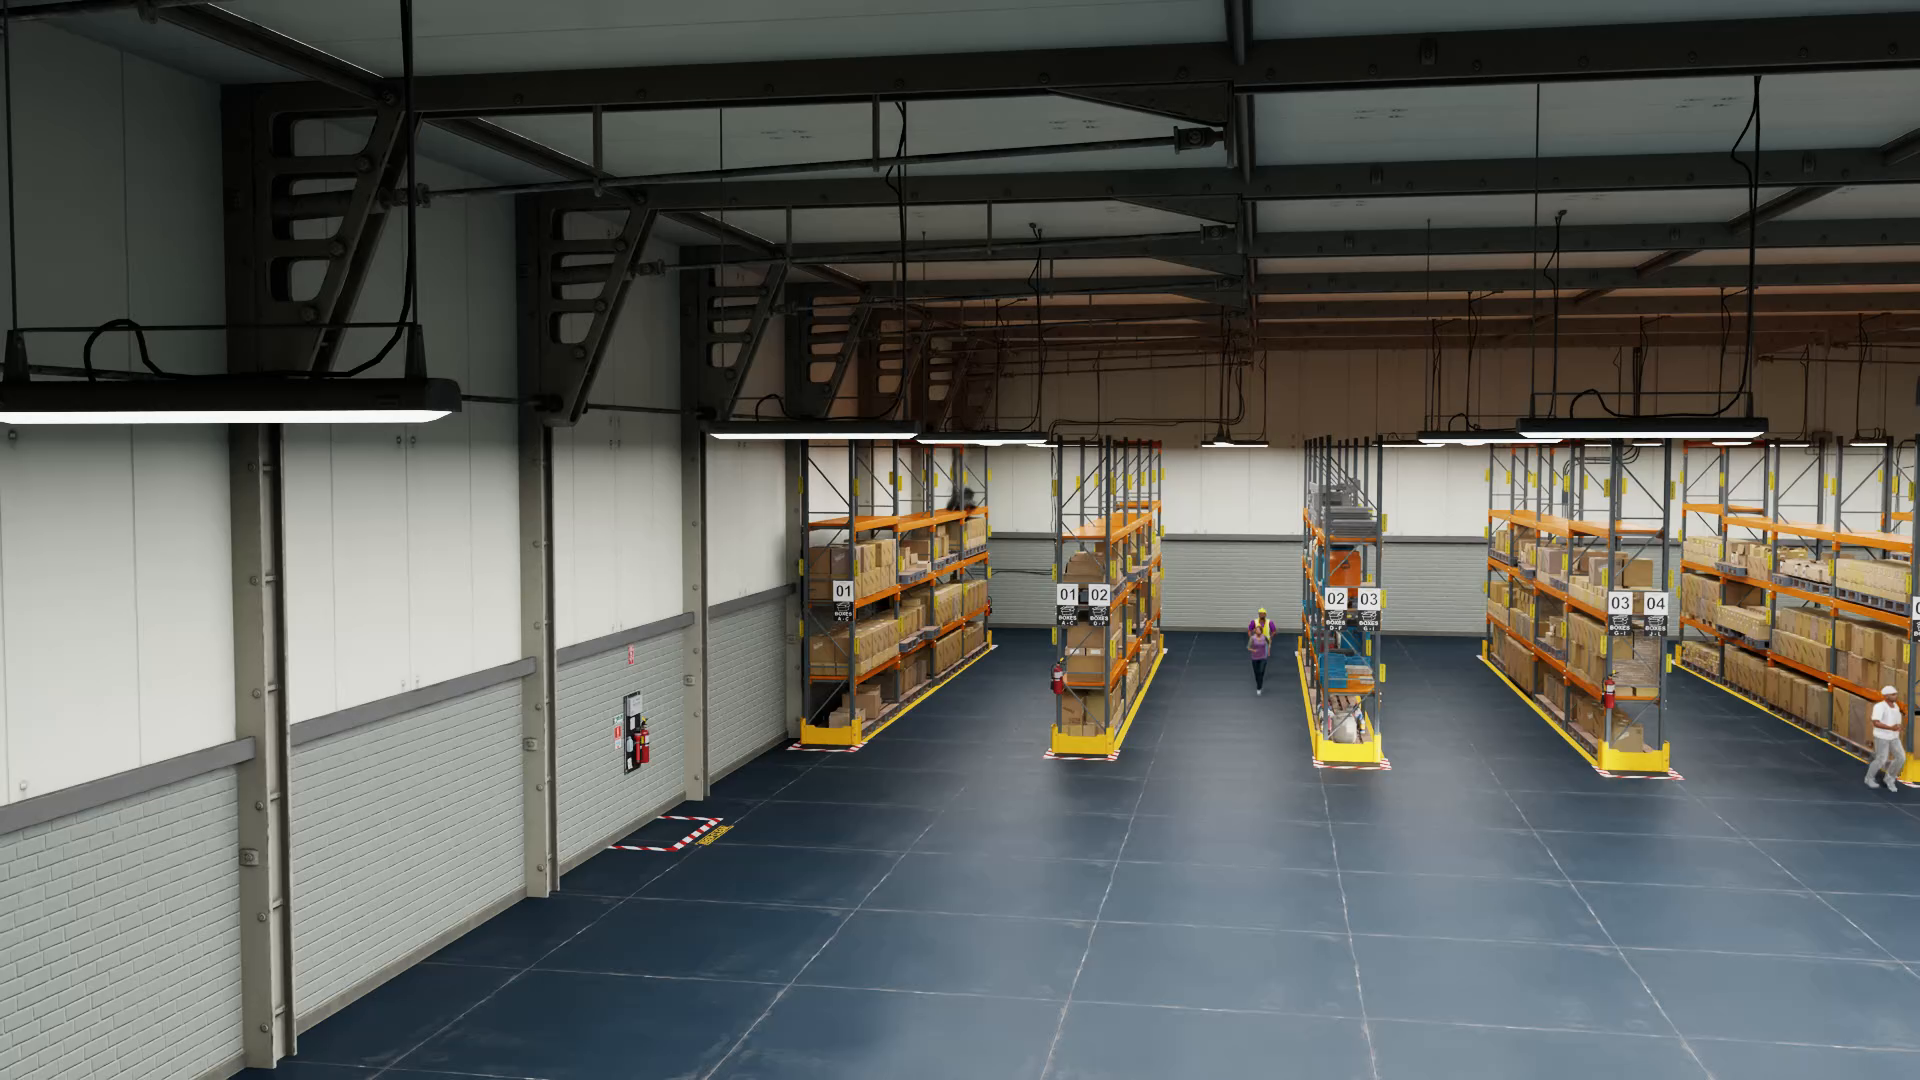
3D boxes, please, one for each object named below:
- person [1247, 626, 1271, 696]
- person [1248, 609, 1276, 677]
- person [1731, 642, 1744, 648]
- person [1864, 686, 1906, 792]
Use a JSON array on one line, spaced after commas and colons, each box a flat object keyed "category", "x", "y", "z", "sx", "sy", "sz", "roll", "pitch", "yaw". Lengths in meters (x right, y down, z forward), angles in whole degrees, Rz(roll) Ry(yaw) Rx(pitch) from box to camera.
[{"category": "person", "x": 7.029, "y": 2.825, "z": 39.114, "sx": 0.569, "sy": 1.641, "sz": 0.826, "roll": 0, "pitch": 3, "yaw": 8}, {"category": "person", "x": 7.650, "y": 2.597, "z": 42.133, "sx": 0.716, "sy": 1.728, "sz": 0.582, "roll": 0, "pitch": 3, "yaw": 8}, {"category": "person", "x": 21.002, "y": 2.440, "z": 44.975, "sx": 0.738, "sy": 1.706, "sz": 0.536, "roll": -1, "pitch": 3, "yaw": -23}, {"category": "person", "x": 15.602, "y": 3.349, "z": 27.936, "sx": 0.725, "sy": 1.810, "sz": 0.718, "roll": -1, "pitch": 3, "yaw": -23}]
